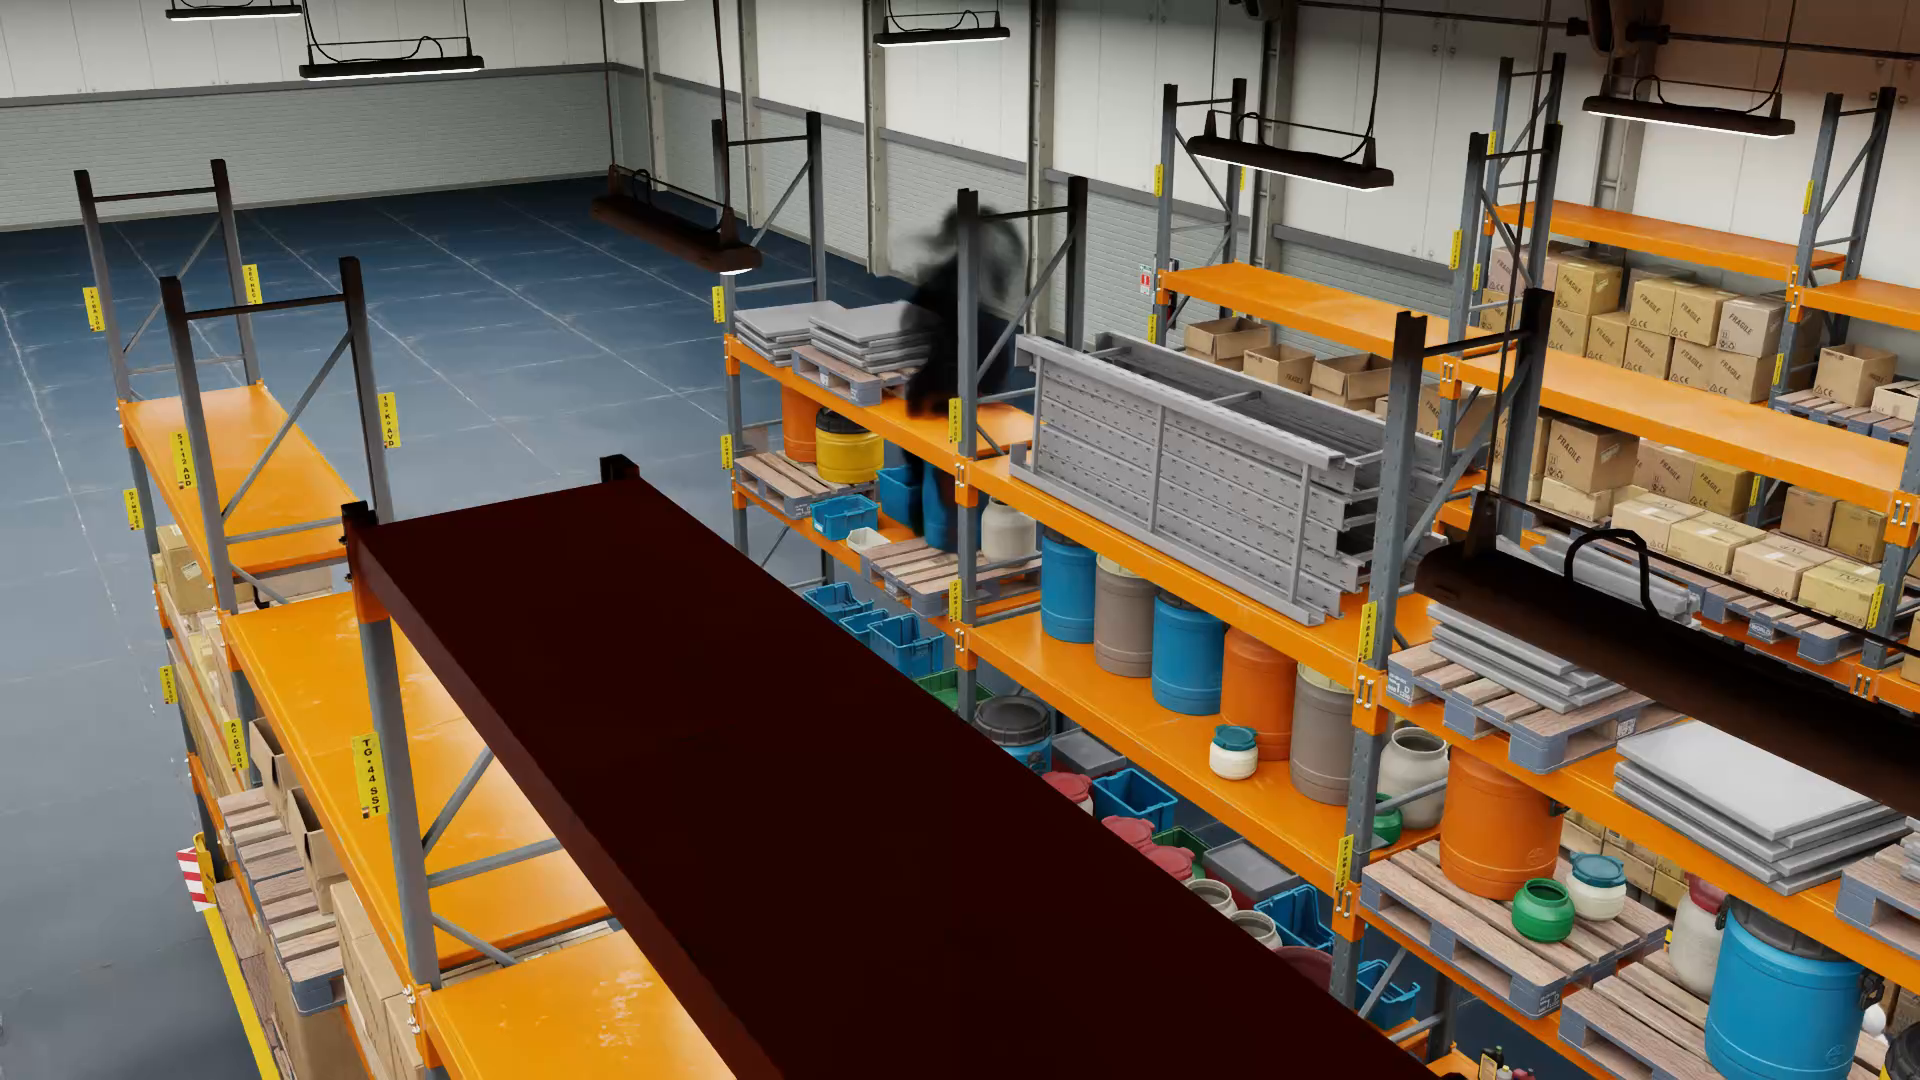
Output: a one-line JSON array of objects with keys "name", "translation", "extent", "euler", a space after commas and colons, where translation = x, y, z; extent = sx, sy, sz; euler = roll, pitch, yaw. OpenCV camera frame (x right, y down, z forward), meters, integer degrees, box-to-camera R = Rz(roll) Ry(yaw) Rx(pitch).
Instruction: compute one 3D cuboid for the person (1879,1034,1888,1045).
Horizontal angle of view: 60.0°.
[{"name": "person", "translation": [5.388, 3.579, 10.175], "extent": [0.683, 1.729, 0.849], "euler": [-20, 30, -41]}]
